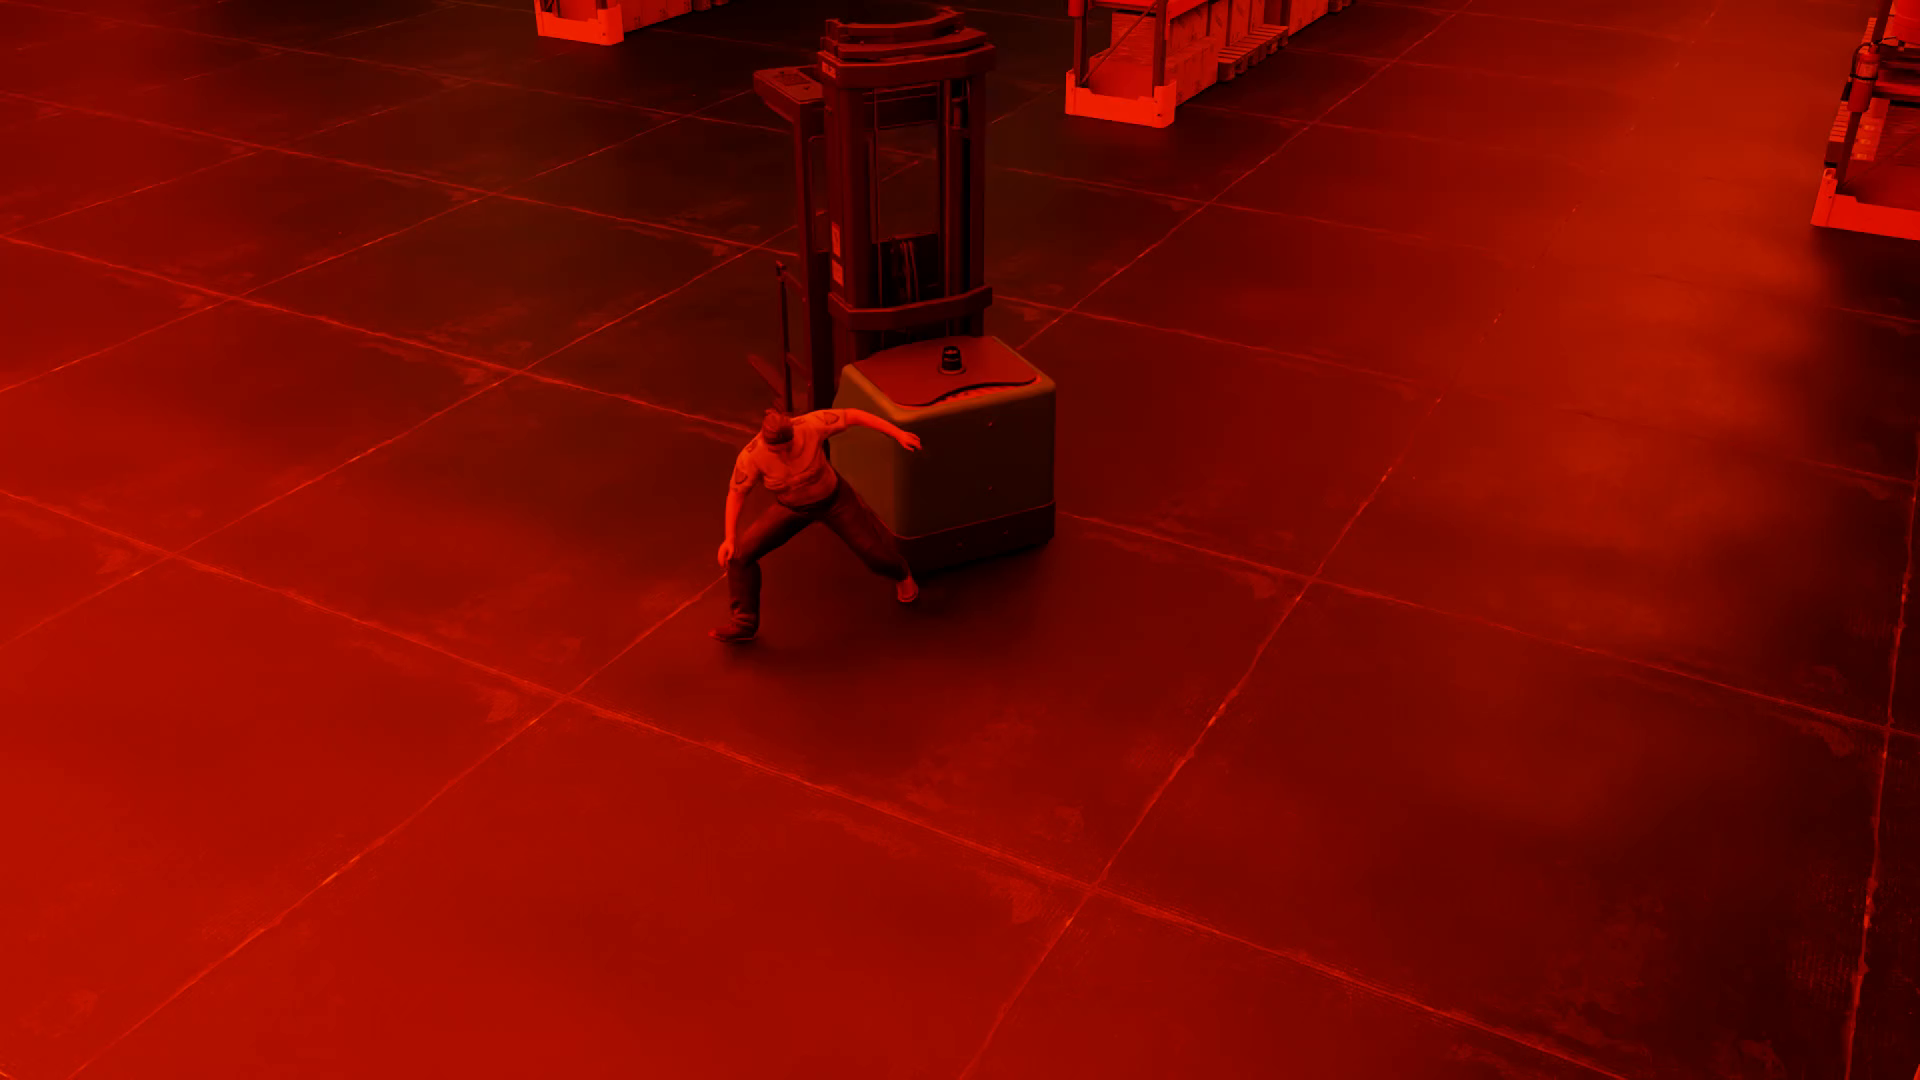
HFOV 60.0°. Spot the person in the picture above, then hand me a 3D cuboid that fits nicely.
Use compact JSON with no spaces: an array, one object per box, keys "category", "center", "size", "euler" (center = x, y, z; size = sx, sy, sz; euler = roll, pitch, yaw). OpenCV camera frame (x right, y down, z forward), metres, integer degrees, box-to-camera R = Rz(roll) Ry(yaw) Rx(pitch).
[{"category":"person","center":[-0.774,-0.133,8.900],"size":[1.150,1.358,0.715],"euler":[0,30,0]}]

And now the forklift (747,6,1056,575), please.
[{"category":"forklift","center":[-0.544,-1.784,10.162],"size":[1.130,2.935,3.031],"euler":[-14,33,-23]}]
